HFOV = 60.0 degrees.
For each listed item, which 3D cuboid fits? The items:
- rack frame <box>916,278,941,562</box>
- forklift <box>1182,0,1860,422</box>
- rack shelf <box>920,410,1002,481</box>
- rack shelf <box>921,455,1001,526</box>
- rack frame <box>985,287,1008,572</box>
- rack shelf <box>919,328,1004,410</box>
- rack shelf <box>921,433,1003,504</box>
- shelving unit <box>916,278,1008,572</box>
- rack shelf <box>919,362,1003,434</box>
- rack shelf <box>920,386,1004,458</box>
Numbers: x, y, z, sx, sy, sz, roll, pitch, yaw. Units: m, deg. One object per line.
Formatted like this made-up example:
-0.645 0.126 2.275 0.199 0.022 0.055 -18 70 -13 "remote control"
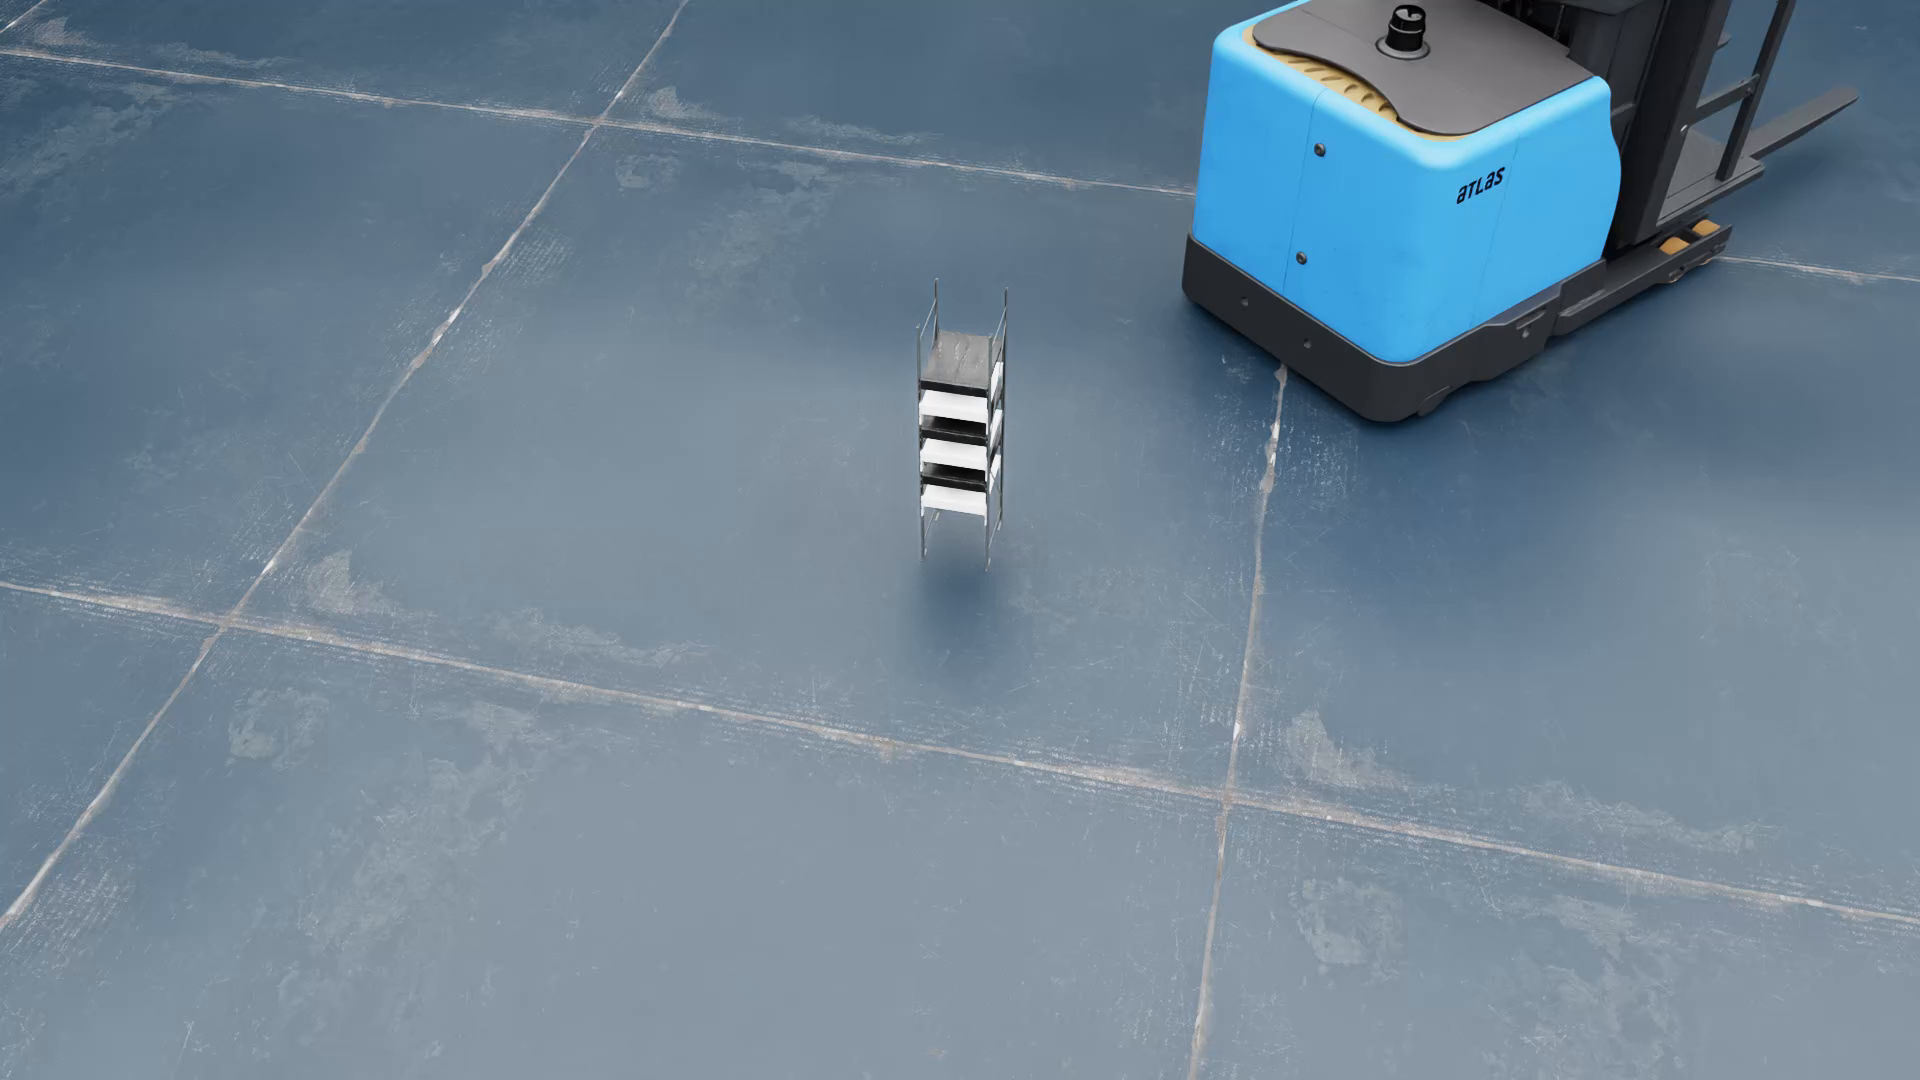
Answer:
-0.091 -0.338 4.953 0.006 0.900 0.240 9 45 9 "rack frame"
2.297 -2.290 5.515 3.031 2.935 1.130 -28 50 -26 "forklift"
0.008 -0.299 4.960 0.200 0.077 0.258 9 45 9 "rack shelf"
0.008 -0.169 5.085 0.200 0.077 0.258 9 45 9 "rack shelf"
0.107 -0.308 4.921 0.006 0.900 0.240 9 45 9 "rack frame"
0.008 -0.493 4.773 0.200 0.077 0.258 9 45 9 "rack shelf"
0.008 -0.234 5.022 0.200 0.077 0.258 9 45 9 "rack shelf"
0.008 -0.323 4.937 0.210 0.900 0.258 9 45 9 "shelving unit"
0.008 -0.429 4.835 0.200 0.077 0.258 9 45 9 "rack shelf"
0.008 -0.364 4.897 0.200 0.077 0.258 9 45 9 "rack shelf"
